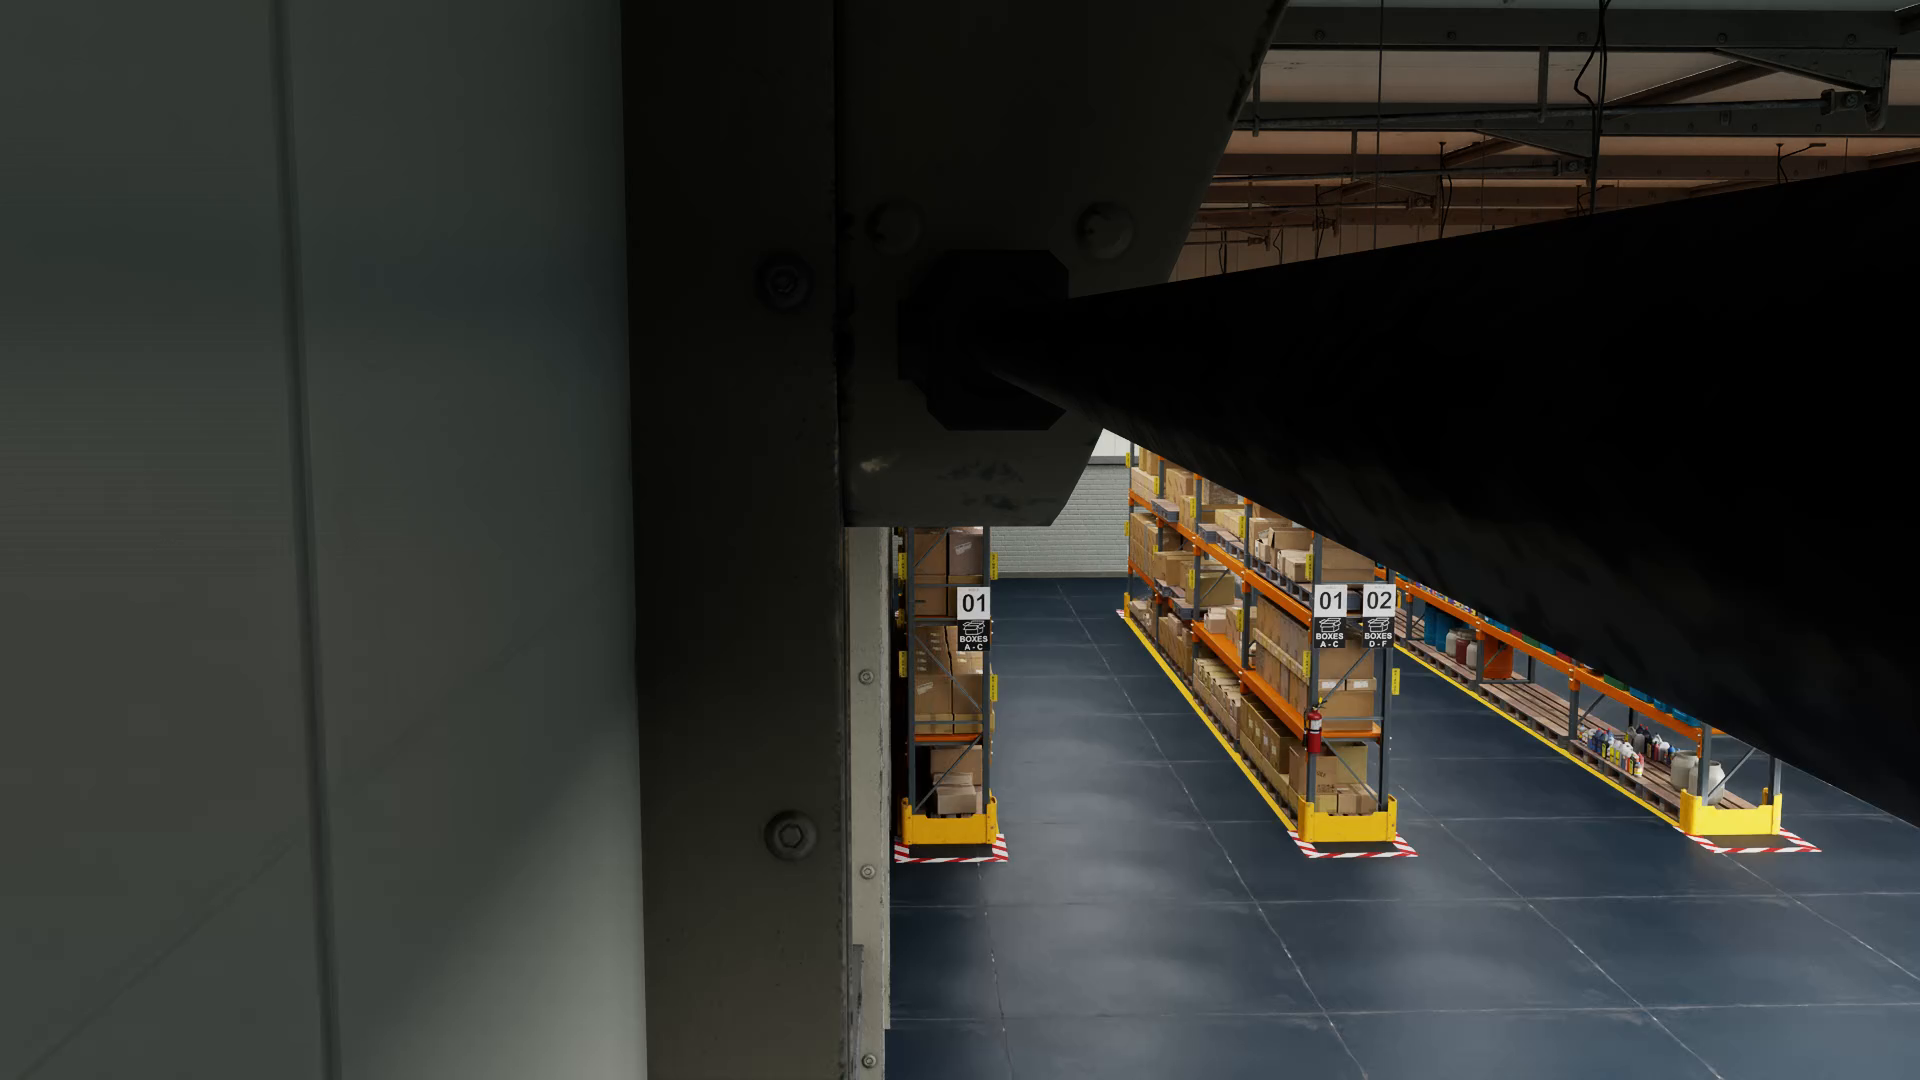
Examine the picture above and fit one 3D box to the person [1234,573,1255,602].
[{"bbox_3d":[6.088,0.901,35.777,0.762,1.717,0.865,-3,8,-19],"label":"person"}]
